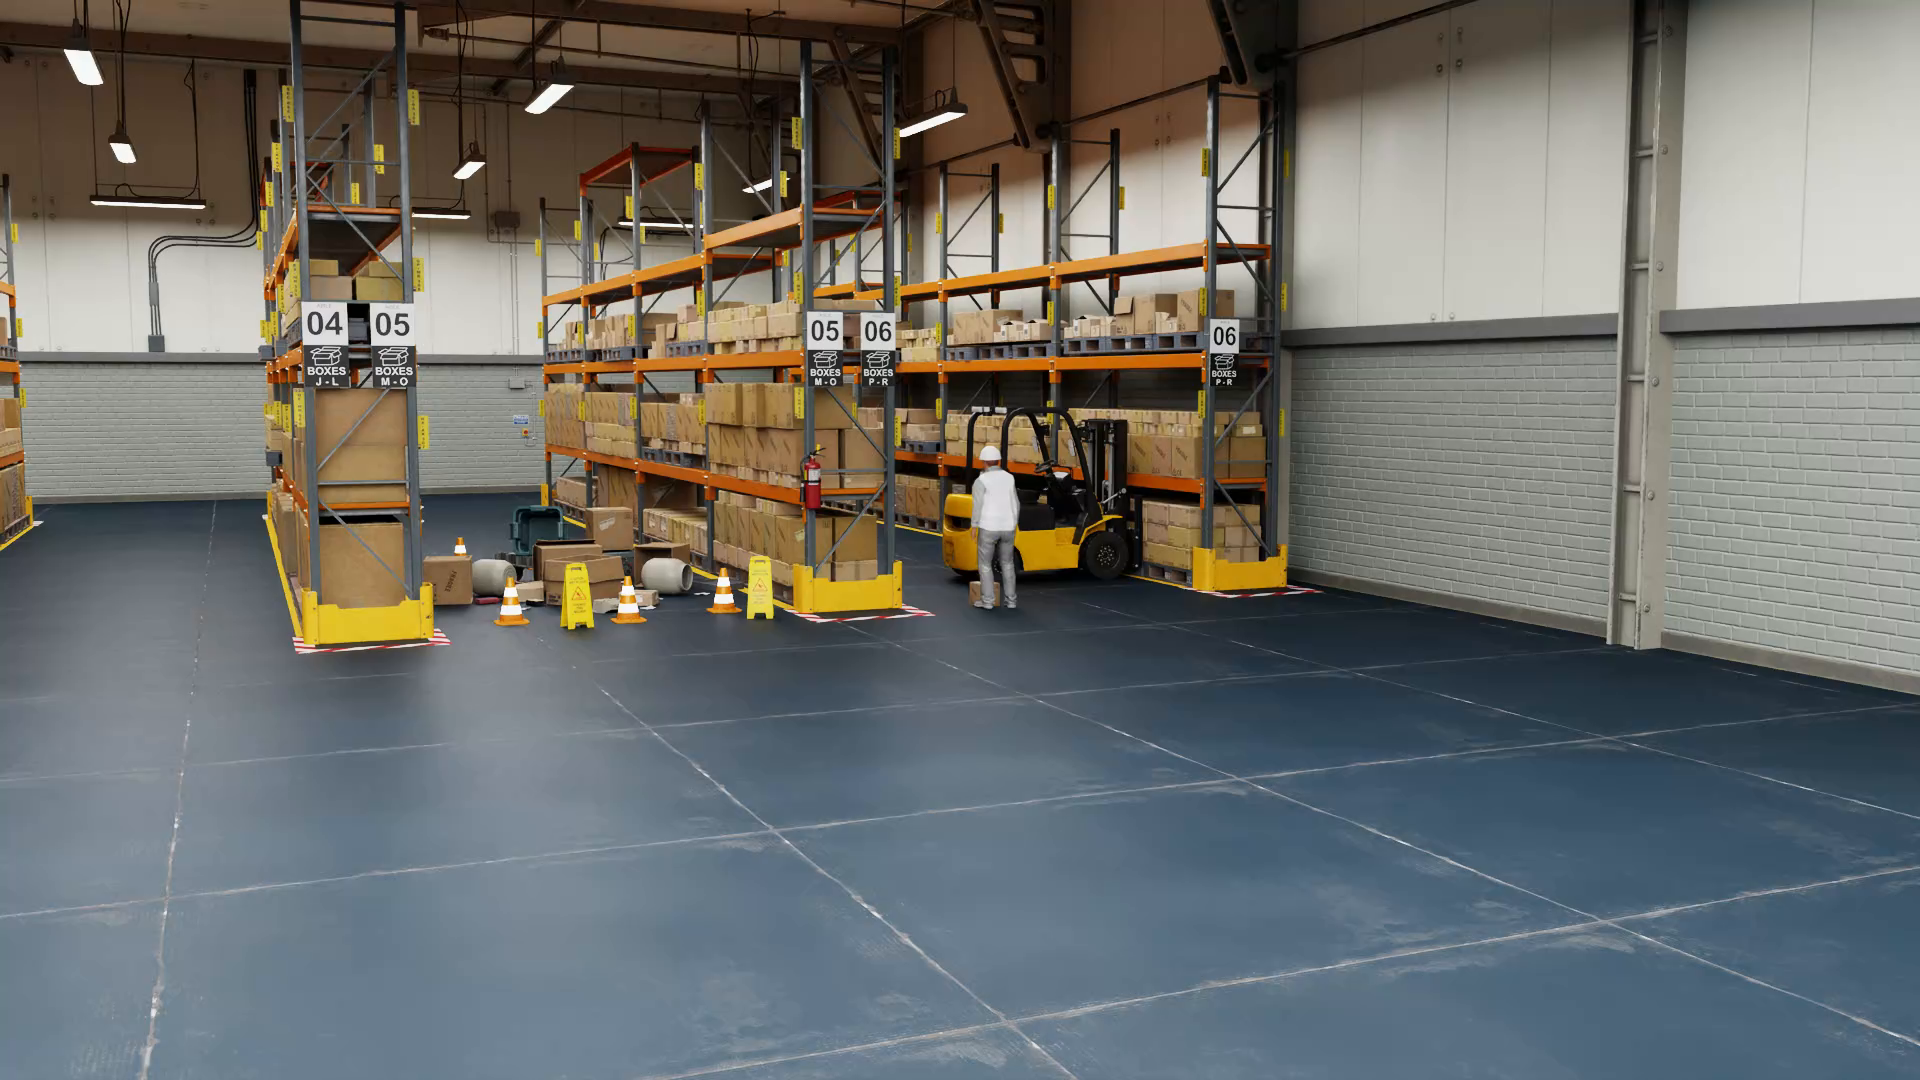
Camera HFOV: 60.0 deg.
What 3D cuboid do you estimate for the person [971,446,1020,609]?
[{"bbox_3d":[0.377,-0.139,18.097,0.591,1.770,0.476,-3,6,-27],"label":"person"}]
